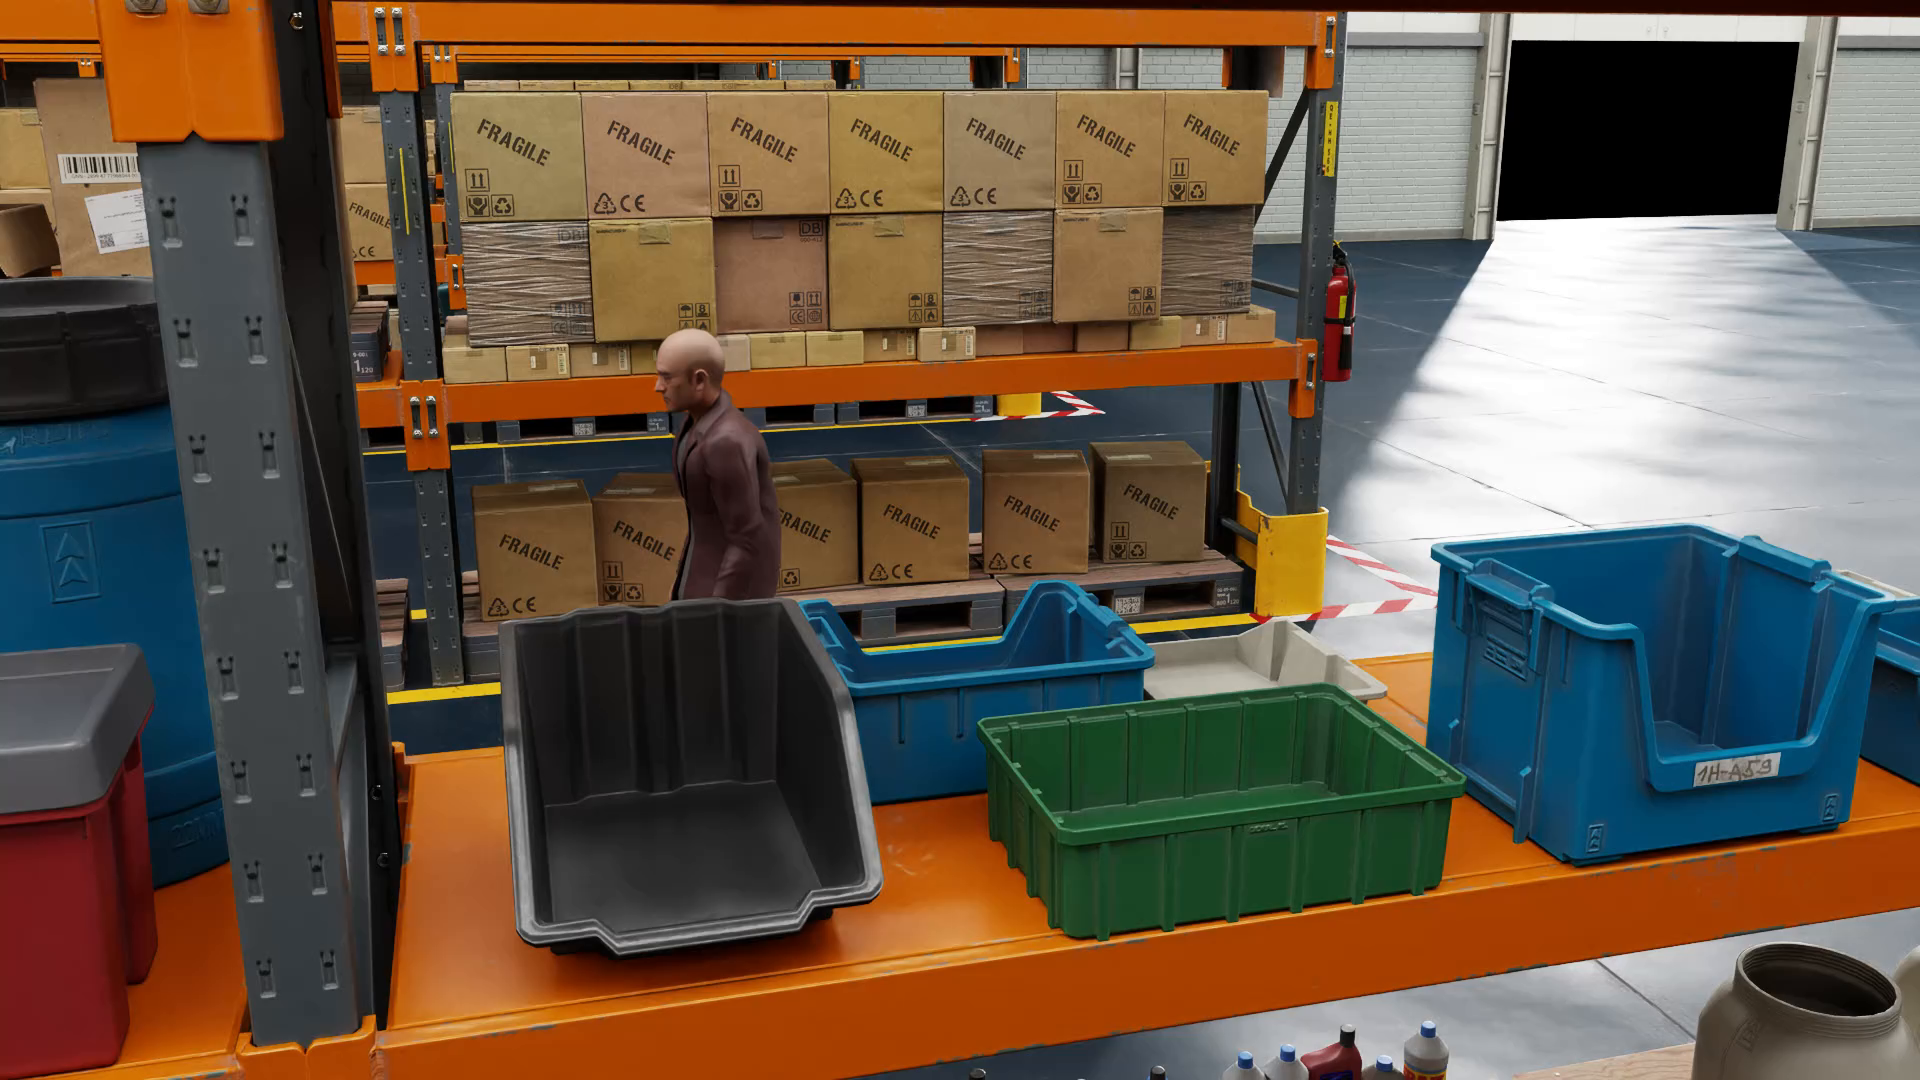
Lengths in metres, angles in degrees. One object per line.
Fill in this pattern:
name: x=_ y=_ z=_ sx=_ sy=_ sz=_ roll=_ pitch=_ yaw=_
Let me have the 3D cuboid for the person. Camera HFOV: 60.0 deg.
person: x=-0.789 y=0.202 z=5.341 sx=0.427 sy=1.773 sz=0.625 roll=-5 pitch=16 yaw=-17
